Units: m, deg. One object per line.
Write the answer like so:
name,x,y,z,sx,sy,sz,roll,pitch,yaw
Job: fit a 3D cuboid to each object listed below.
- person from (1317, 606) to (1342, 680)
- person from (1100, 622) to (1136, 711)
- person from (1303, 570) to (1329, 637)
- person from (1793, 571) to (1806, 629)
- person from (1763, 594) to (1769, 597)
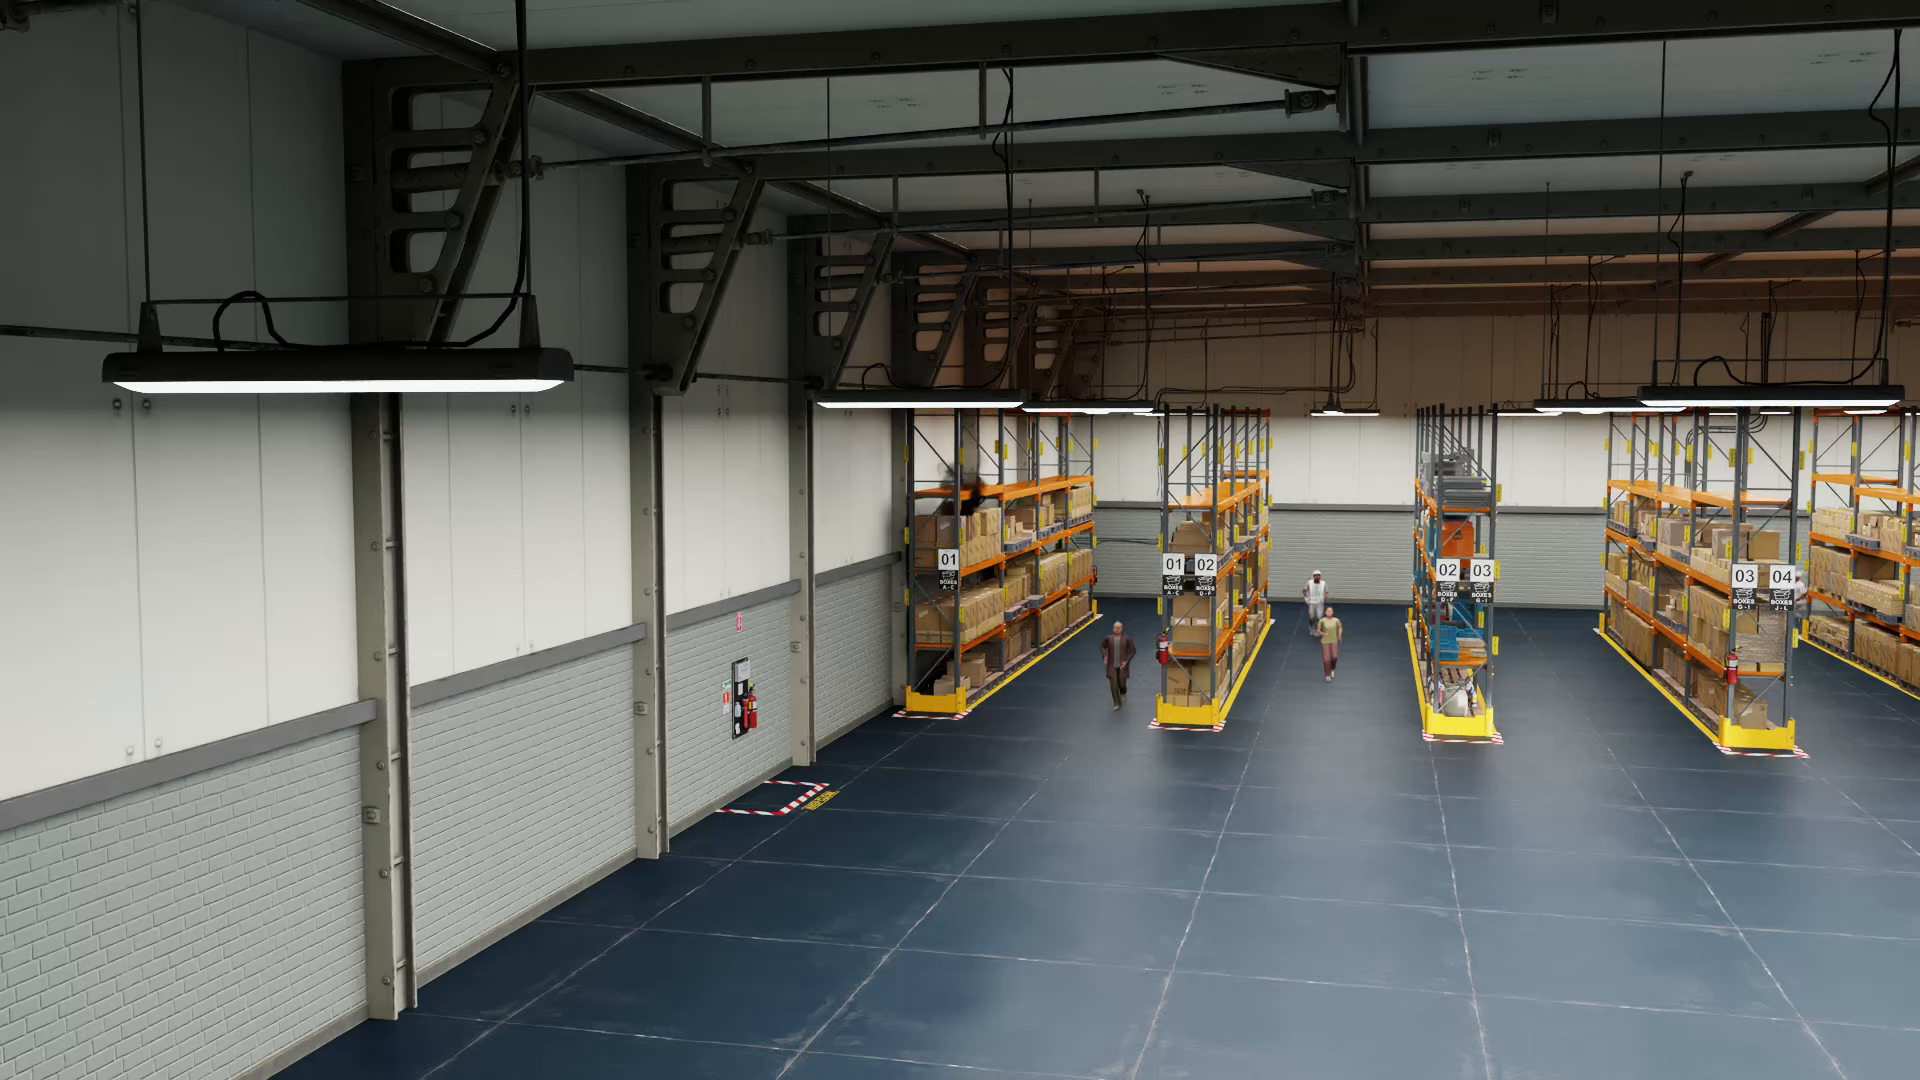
person,8.080,2.258,36.319,0.566,1.633,0.555,1,4,7
person,3.090,2.472,32.639,0.717,1.745,0.768,1,4,14
person,9.326,1.677,43.572,0.661,1.760,0.531,1,4,8
person,22.483,1.647,44.547,0.676,1.670,0.742,1,4,11
person,20.600,1.837,42.622,0.525,1.623,0.674,2,4,21
